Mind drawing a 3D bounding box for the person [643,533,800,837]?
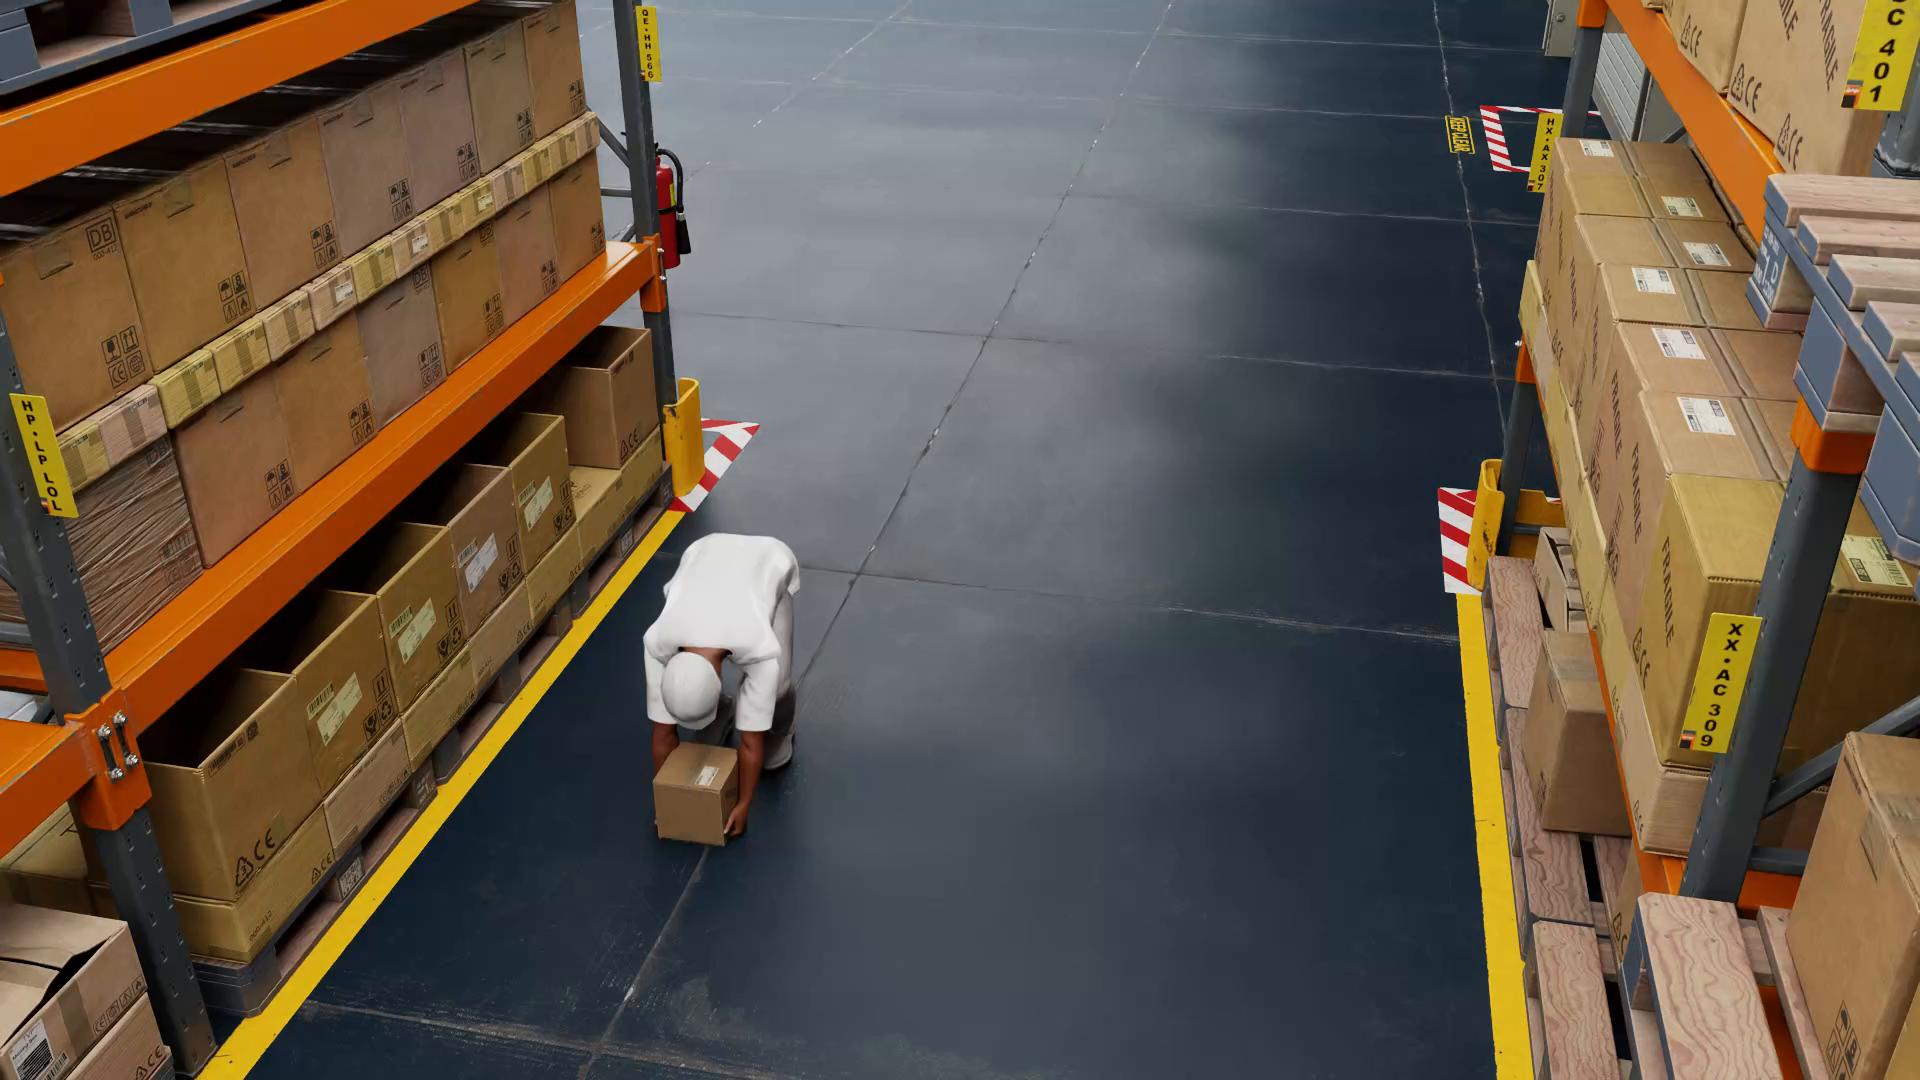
[{"bbox_3d":[-0.862,0.504,6.109,0.512,0.897,0.978,5,29,9],"label":"person"}]
